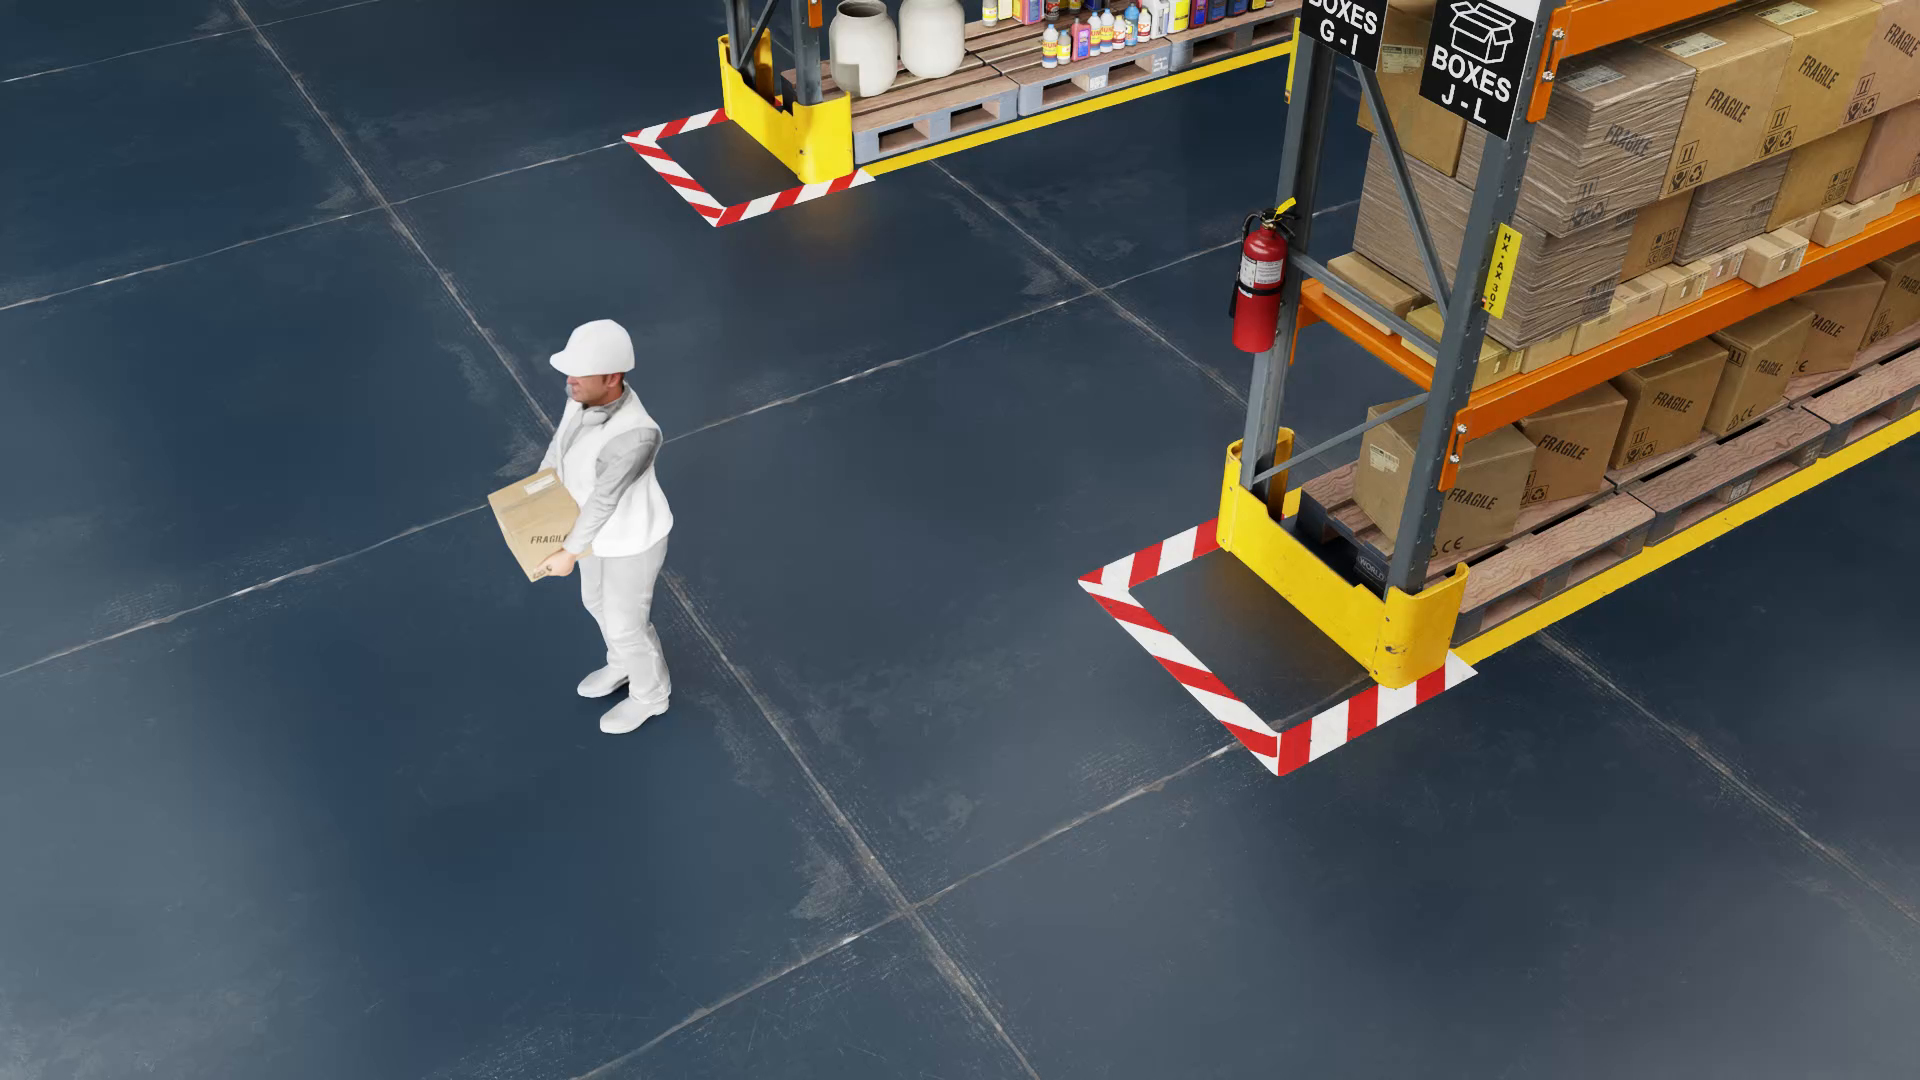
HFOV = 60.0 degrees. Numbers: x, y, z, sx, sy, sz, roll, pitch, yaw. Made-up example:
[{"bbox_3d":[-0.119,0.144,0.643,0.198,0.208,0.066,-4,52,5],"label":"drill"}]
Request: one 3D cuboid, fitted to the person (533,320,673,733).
[{"bbox_3d":[-1.350,-0.014,6.157,0.556,1.770,0.495,-22,45,-24],"label":"person"}]
